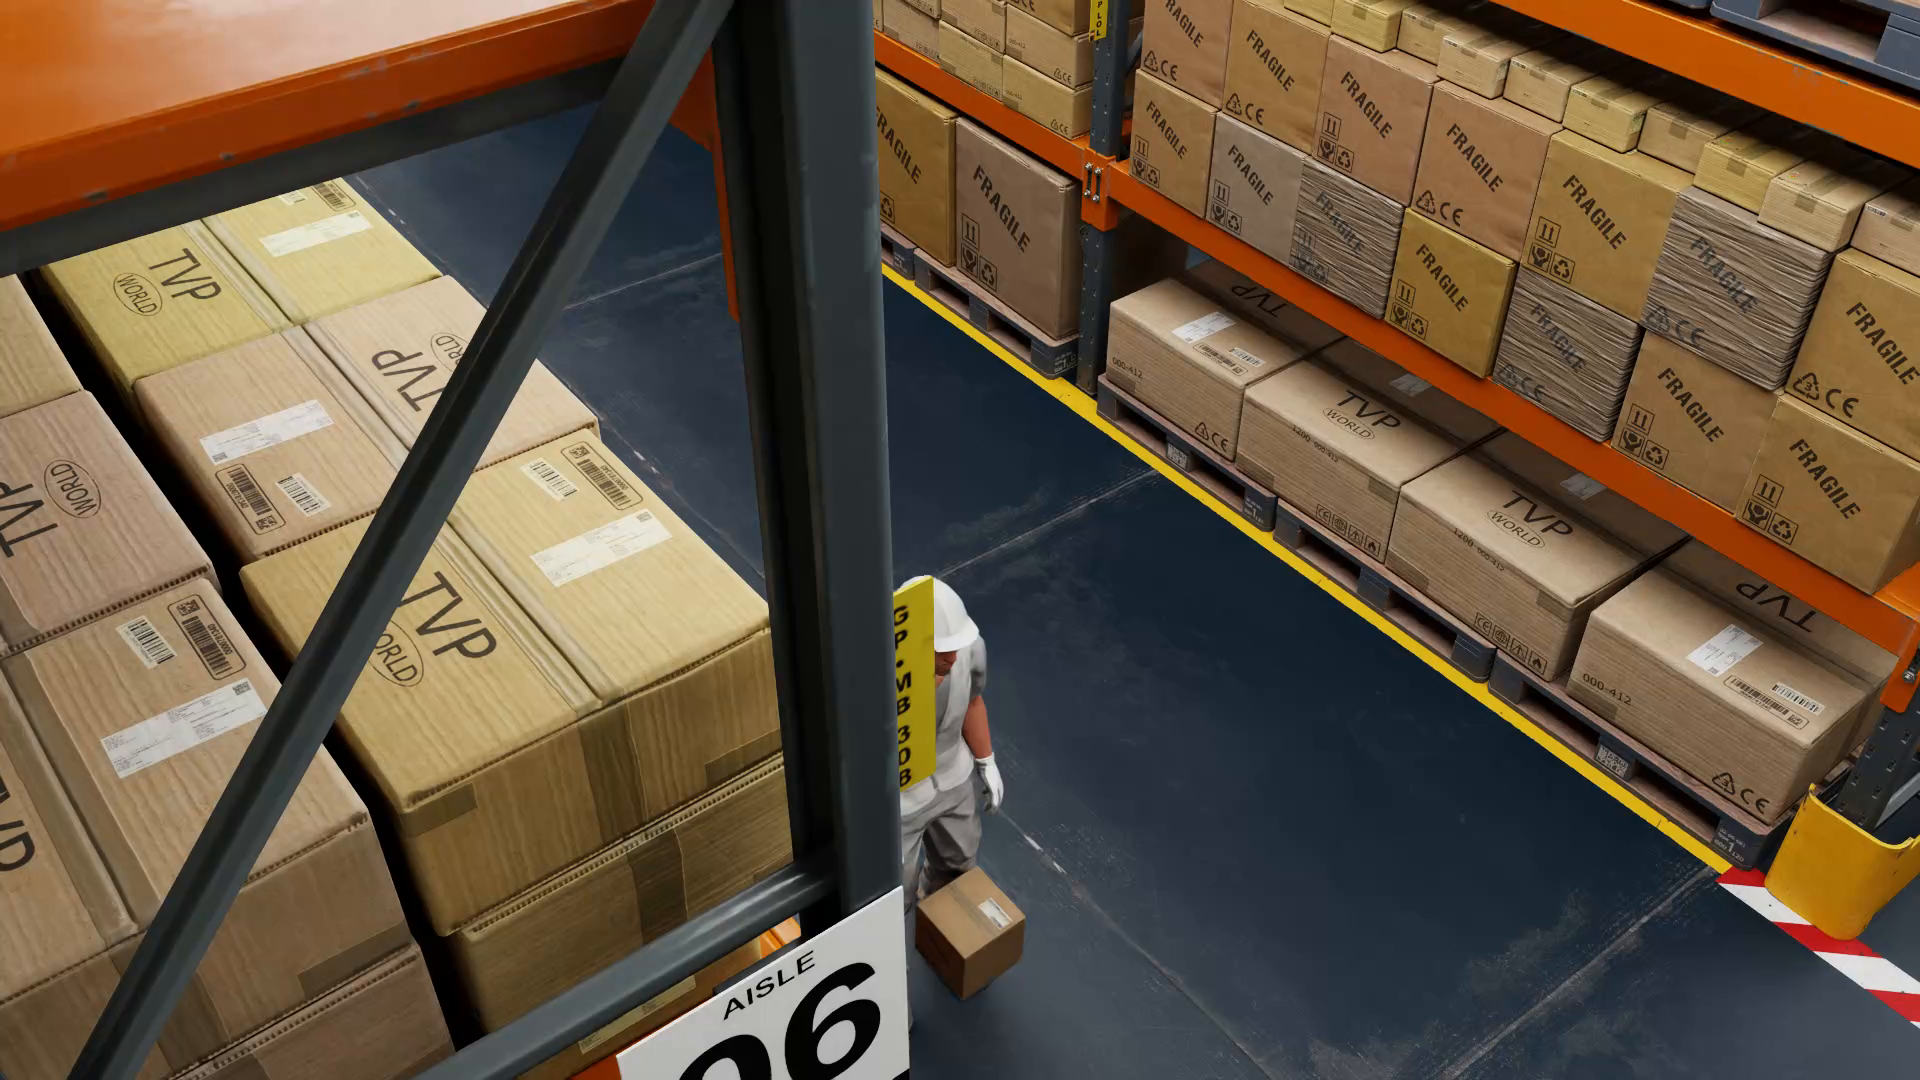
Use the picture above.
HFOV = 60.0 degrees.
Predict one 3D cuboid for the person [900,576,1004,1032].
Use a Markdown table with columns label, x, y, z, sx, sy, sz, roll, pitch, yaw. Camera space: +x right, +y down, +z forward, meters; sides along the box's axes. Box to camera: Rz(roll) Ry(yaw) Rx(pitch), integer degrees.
| label | x | y | z | sx | sy | sz | roll | pitch | yaw |
| --- | --- | --- | --- | --- | --- | --- | --- | --- | --- |
| person | -0.127 | 0.794 | 5.192 | 0.555 | 1.784 | 0.422 | -28 | 47 | -29 |
